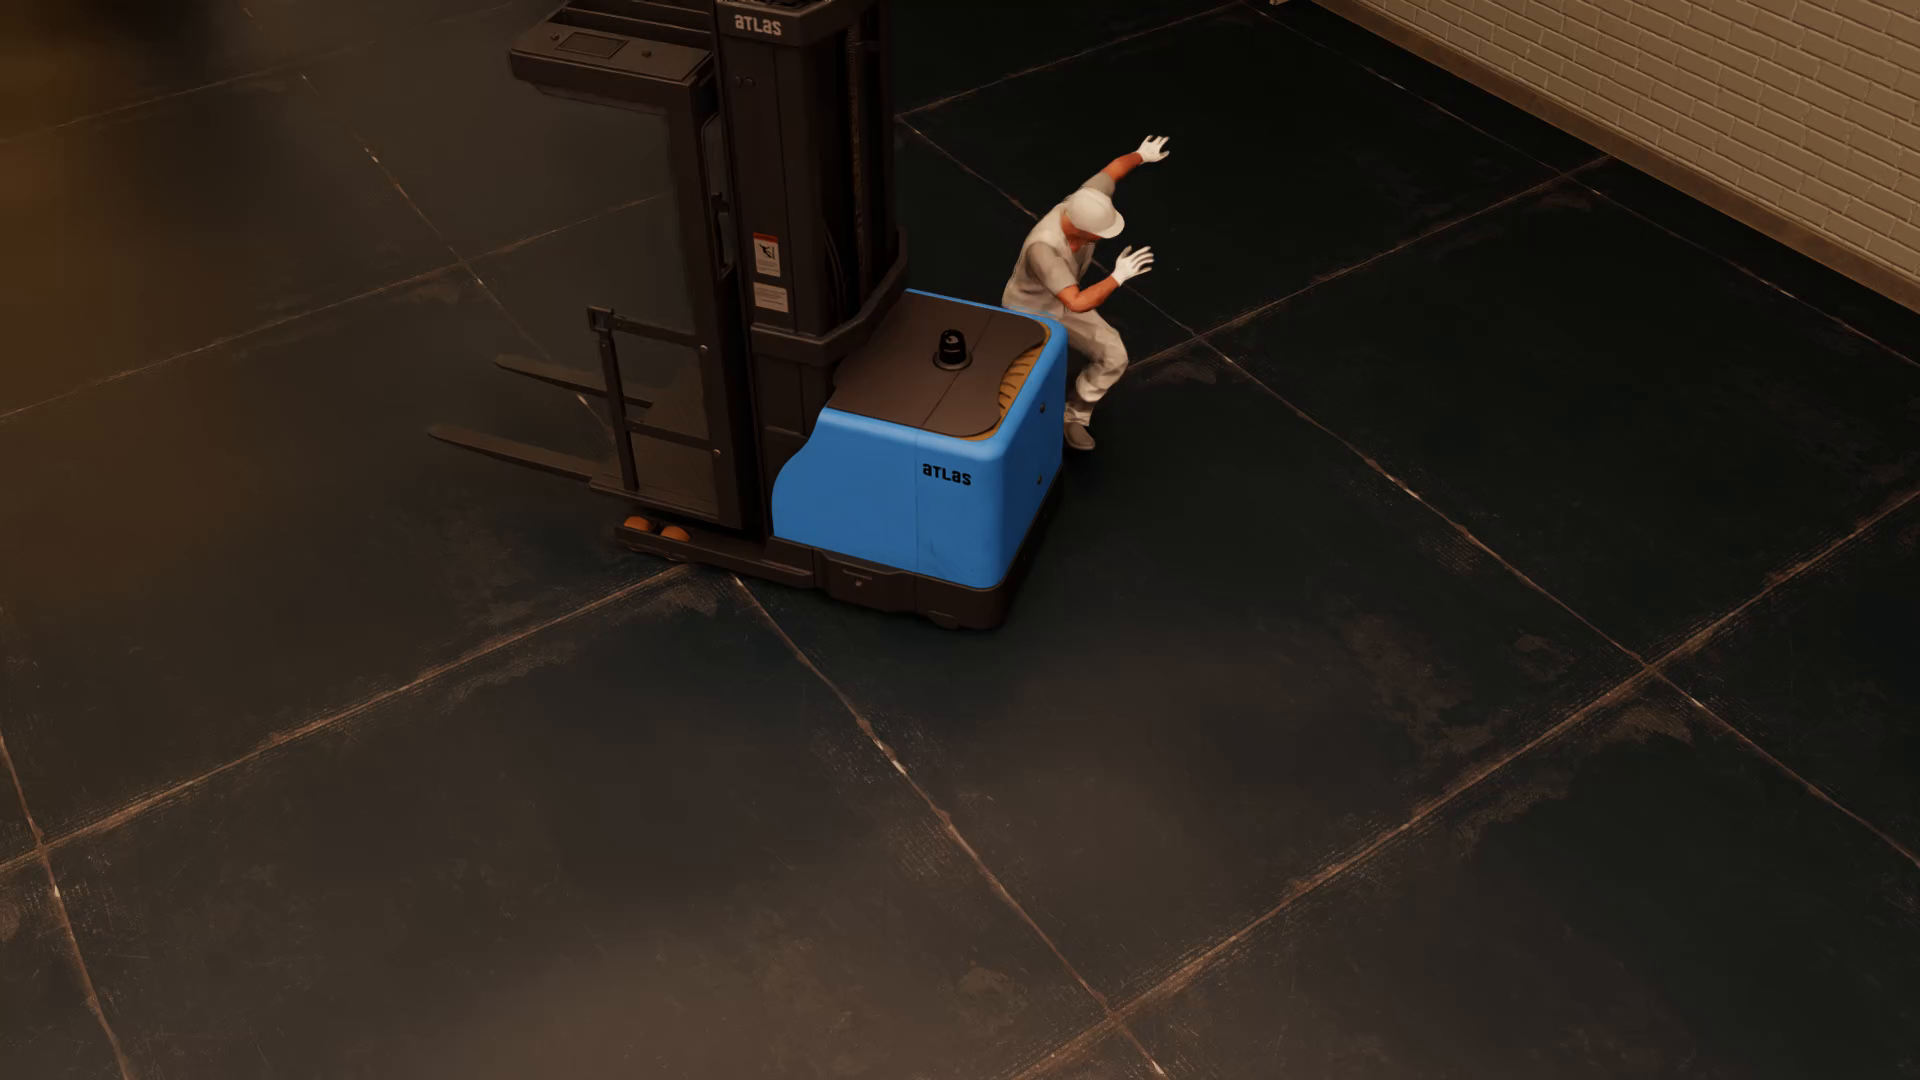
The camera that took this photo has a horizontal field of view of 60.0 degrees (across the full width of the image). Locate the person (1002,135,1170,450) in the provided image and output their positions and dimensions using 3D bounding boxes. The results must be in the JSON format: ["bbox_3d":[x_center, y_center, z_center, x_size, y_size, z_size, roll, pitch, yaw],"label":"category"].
[{"bbox_3d":[0.637,-1.146,8.066,0.749,1.445,1.497,31,51,29],"label":"person"}]

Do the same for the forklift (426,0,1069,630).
[{"bbox_3d":[-1.078,-1.298,7.124,3.031,2.935,1.130,14,45,15],"label":"forklift"}]
